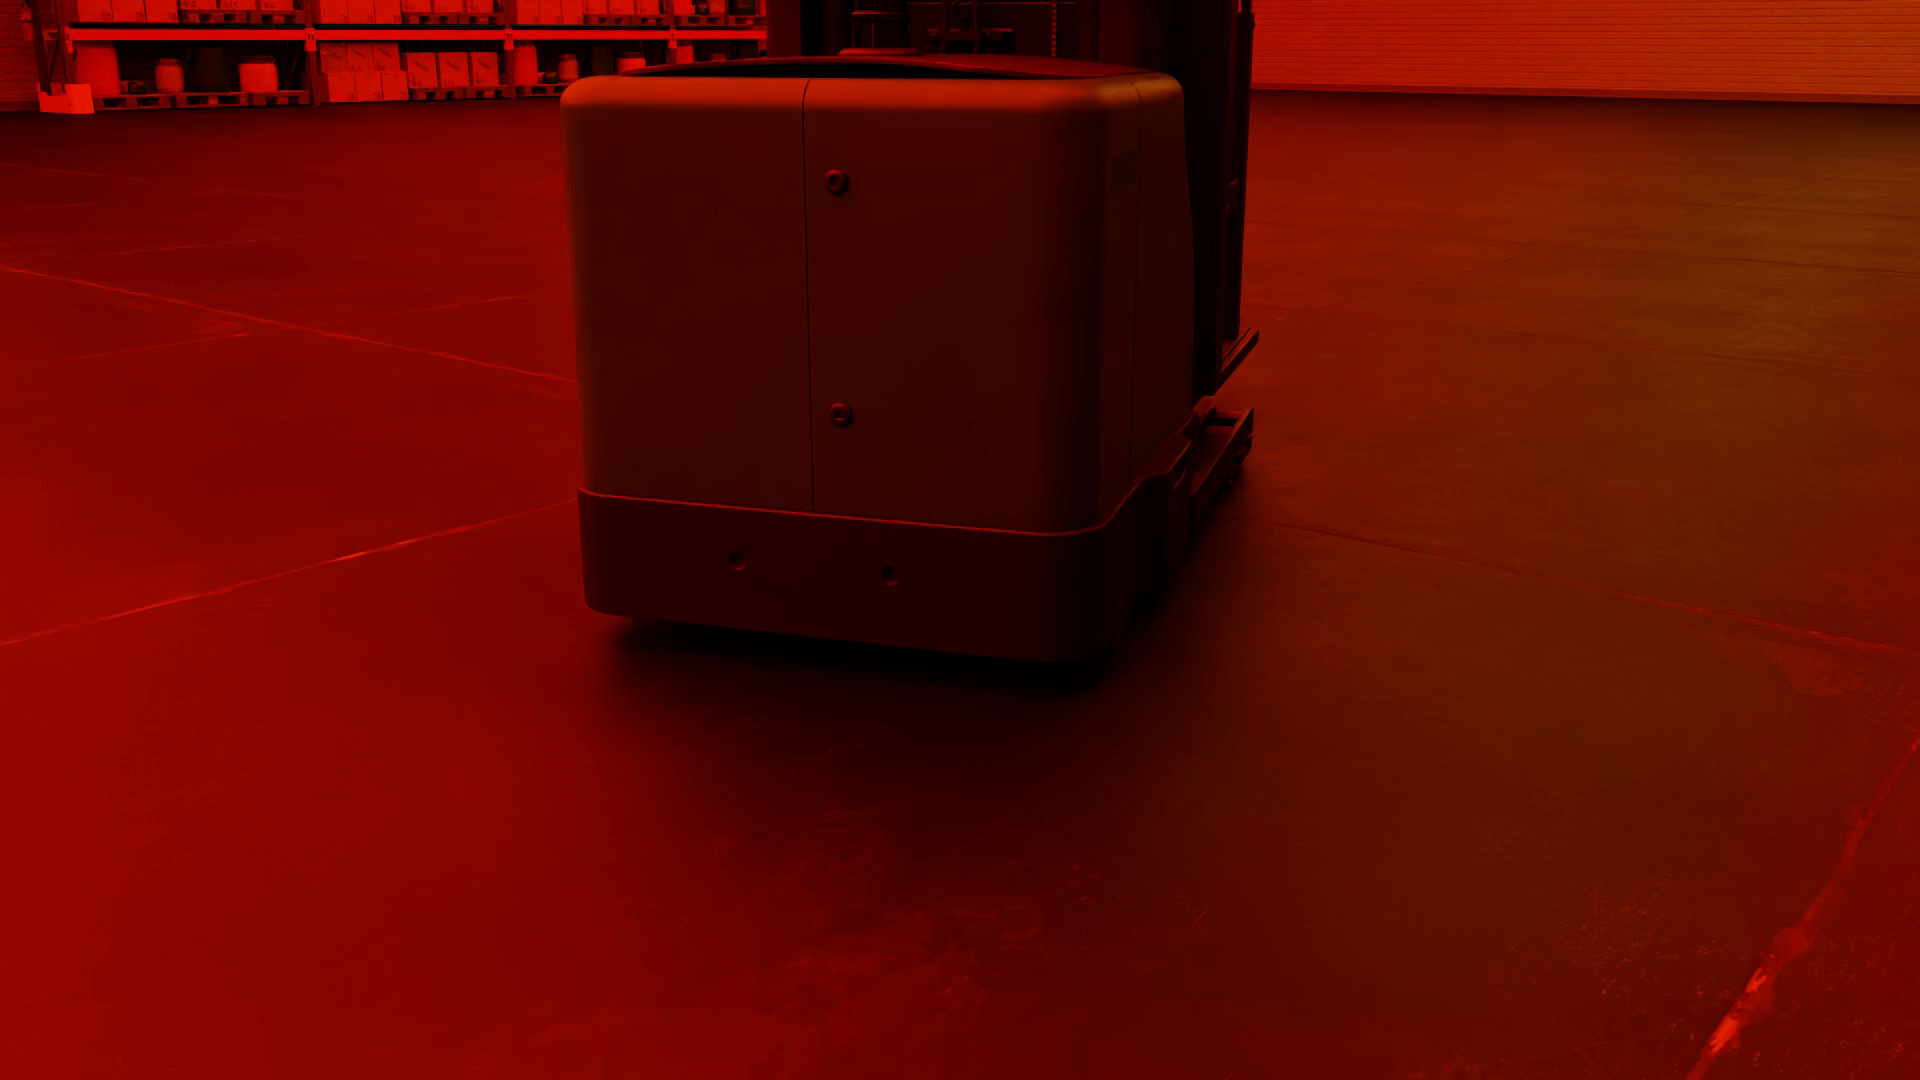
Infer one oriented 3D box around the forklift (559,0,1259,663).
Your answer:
[{"bbox_3d":[0.182,-1.571,4.072,1.130,2.935,3.031,5,18,17],"label":"forklift"}]
